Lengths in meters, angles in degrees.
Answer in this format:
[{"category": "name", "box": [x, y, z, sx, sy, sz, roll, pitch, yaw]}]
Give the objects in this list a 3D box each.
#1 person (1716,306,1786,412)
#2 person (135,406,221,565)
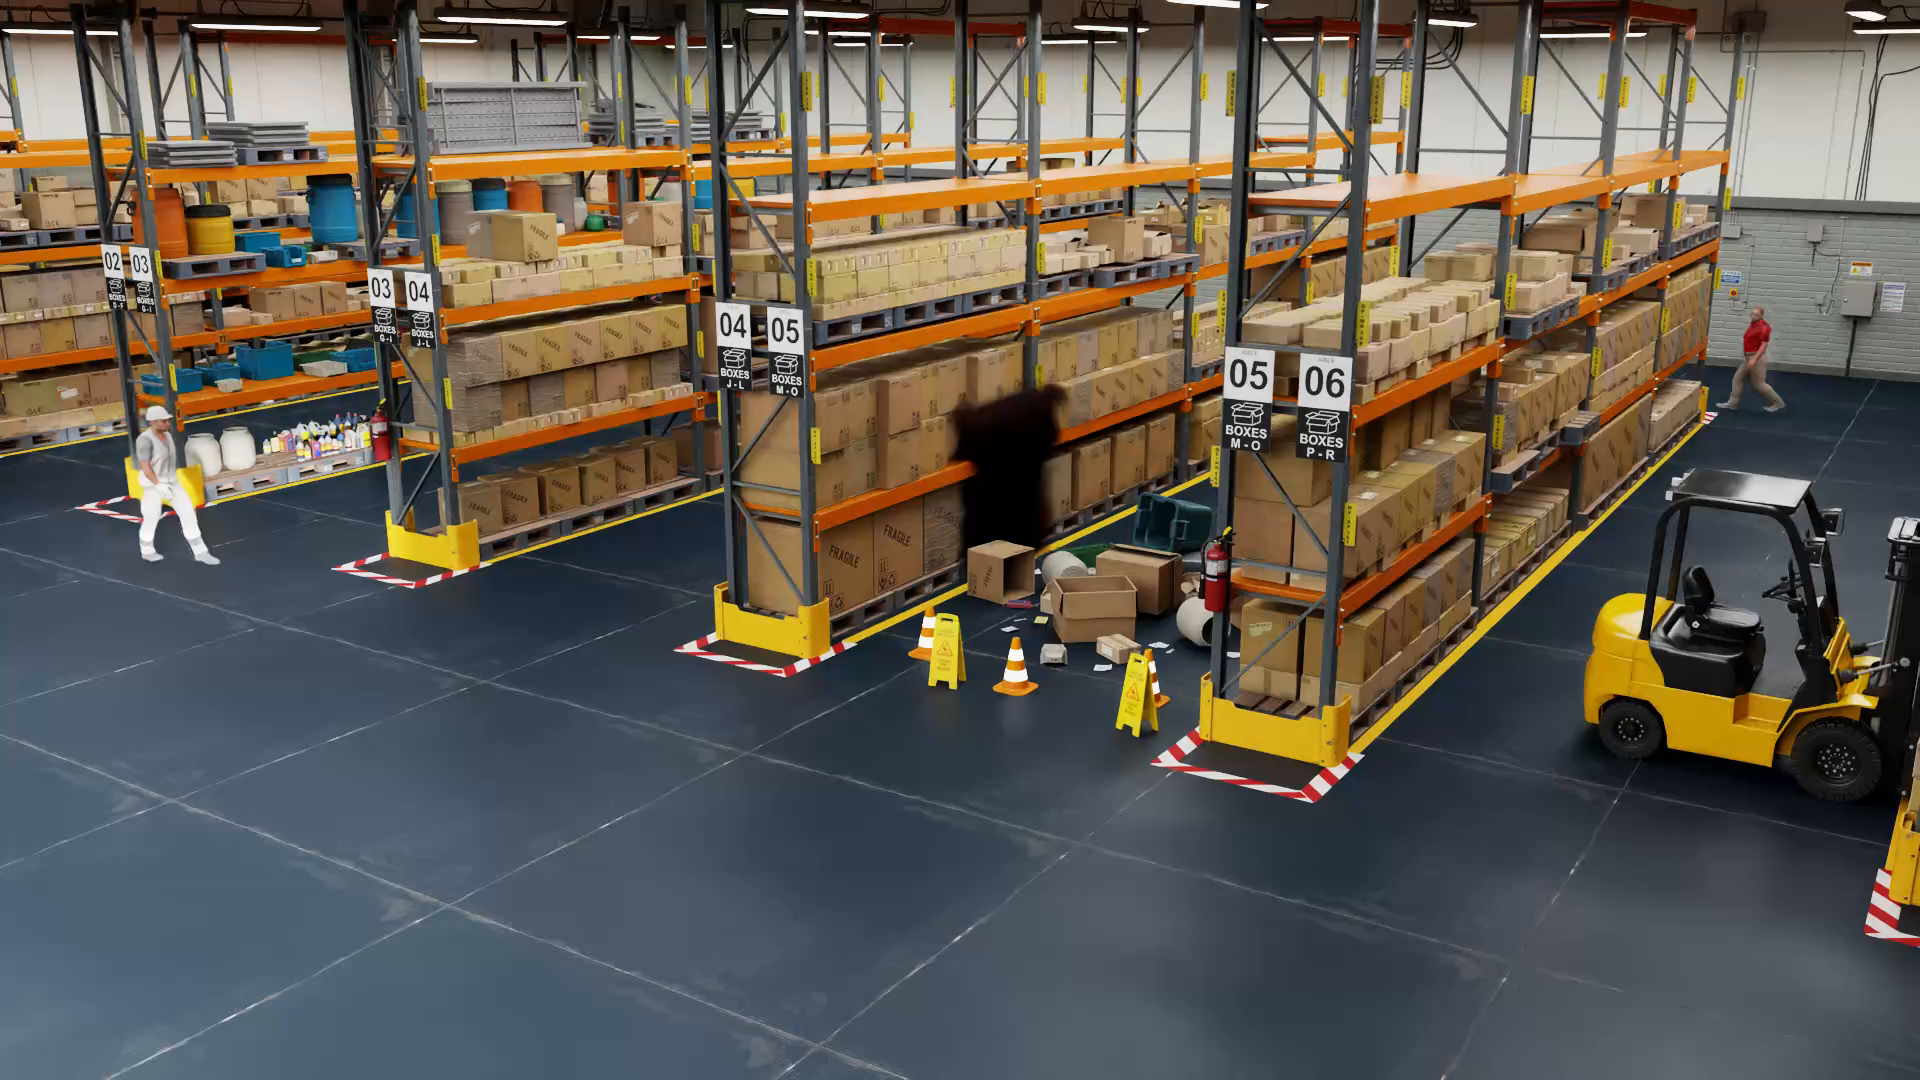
[{"category": "person", "box": [12.621, -2.863, 26.351, 1.017, 1.679, 0.593, 8, 17, 25]}, {"category": "person", "box": [-8.579, -0.583, 17.950, 0.924, 1.751, 0.523, 6, 17, 21]}]
